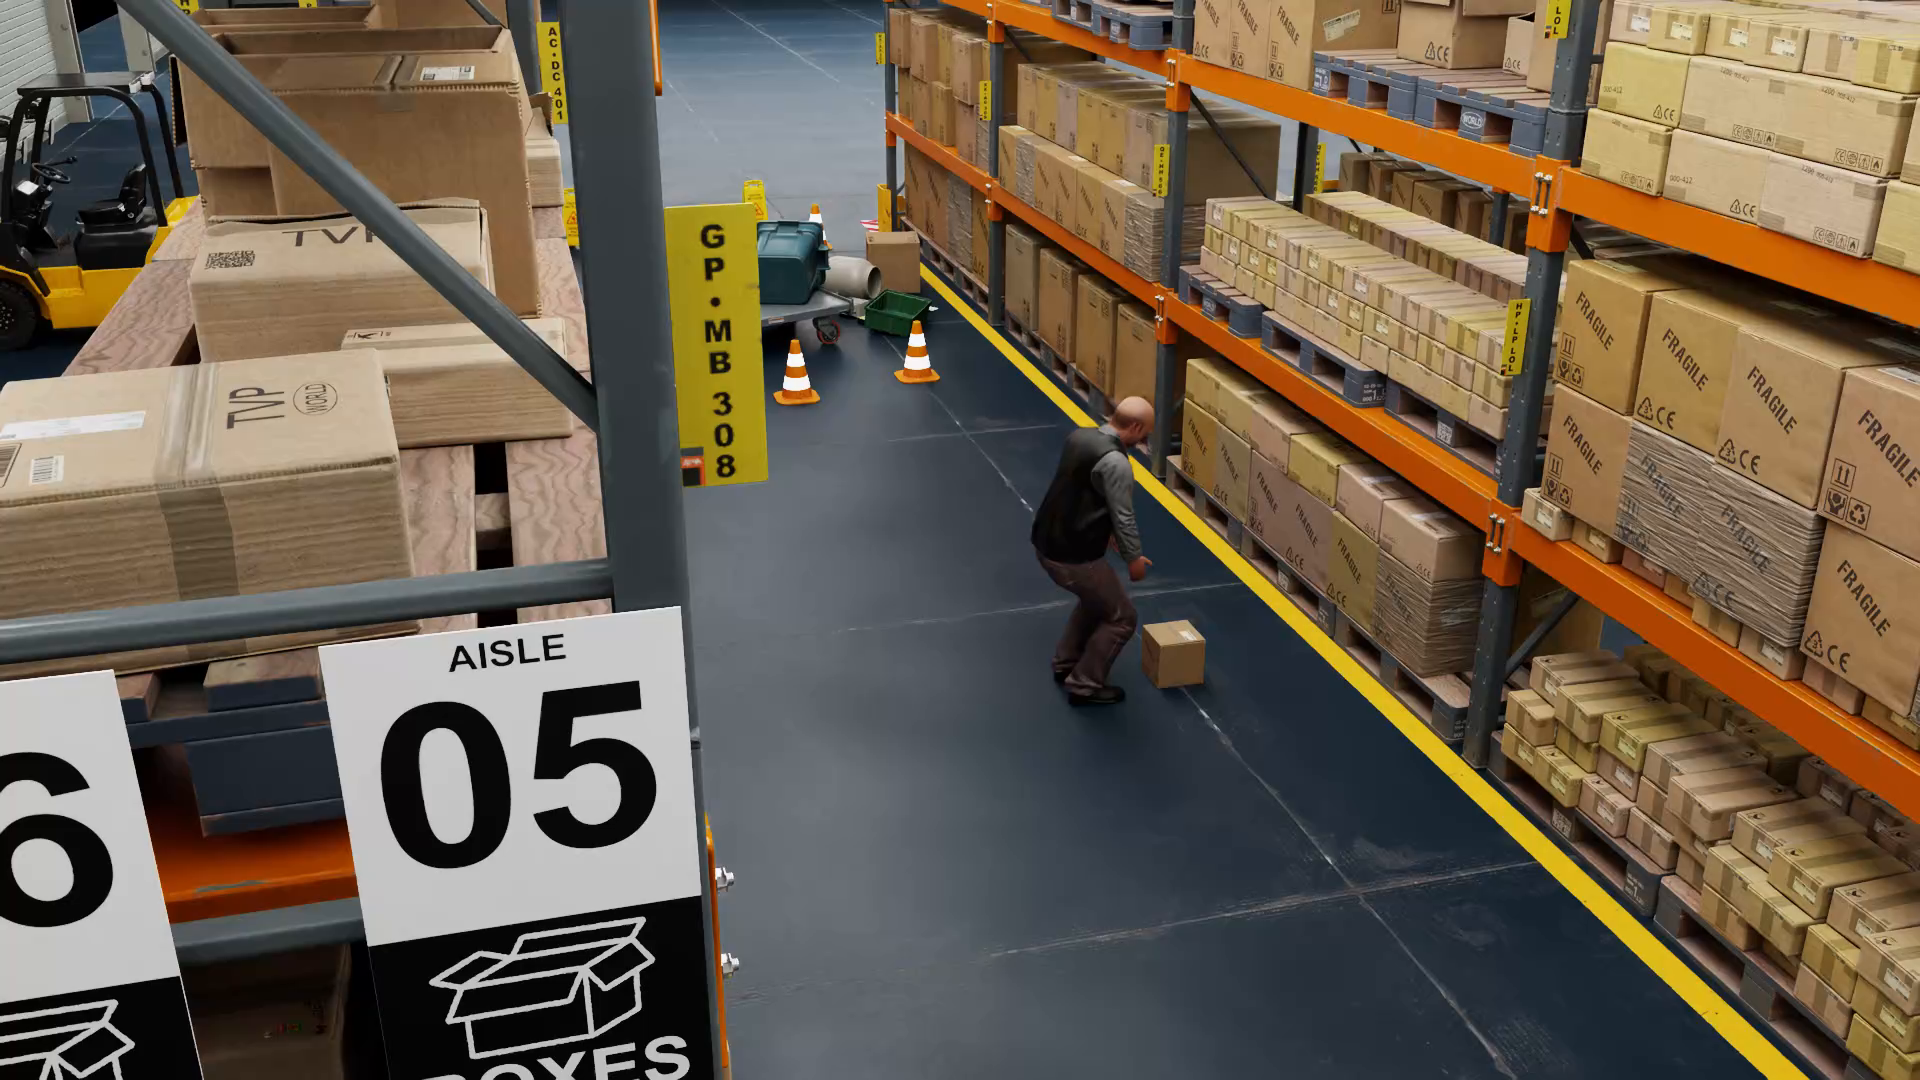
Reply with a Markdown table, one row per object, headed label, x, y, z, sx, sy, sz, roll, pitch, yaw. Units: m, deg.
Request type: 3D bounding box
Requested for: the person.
| label | x | y | z | sx | sy | sz | roll | pitch | yaw |
| --- | --- | --- | --- | --- | --- | --- | --- | --- | --- |
| person | 0.655 | 0.040 | 8.282 | 0.602 | 1.537 | 0.586 | -6 | 23 | -14 |
